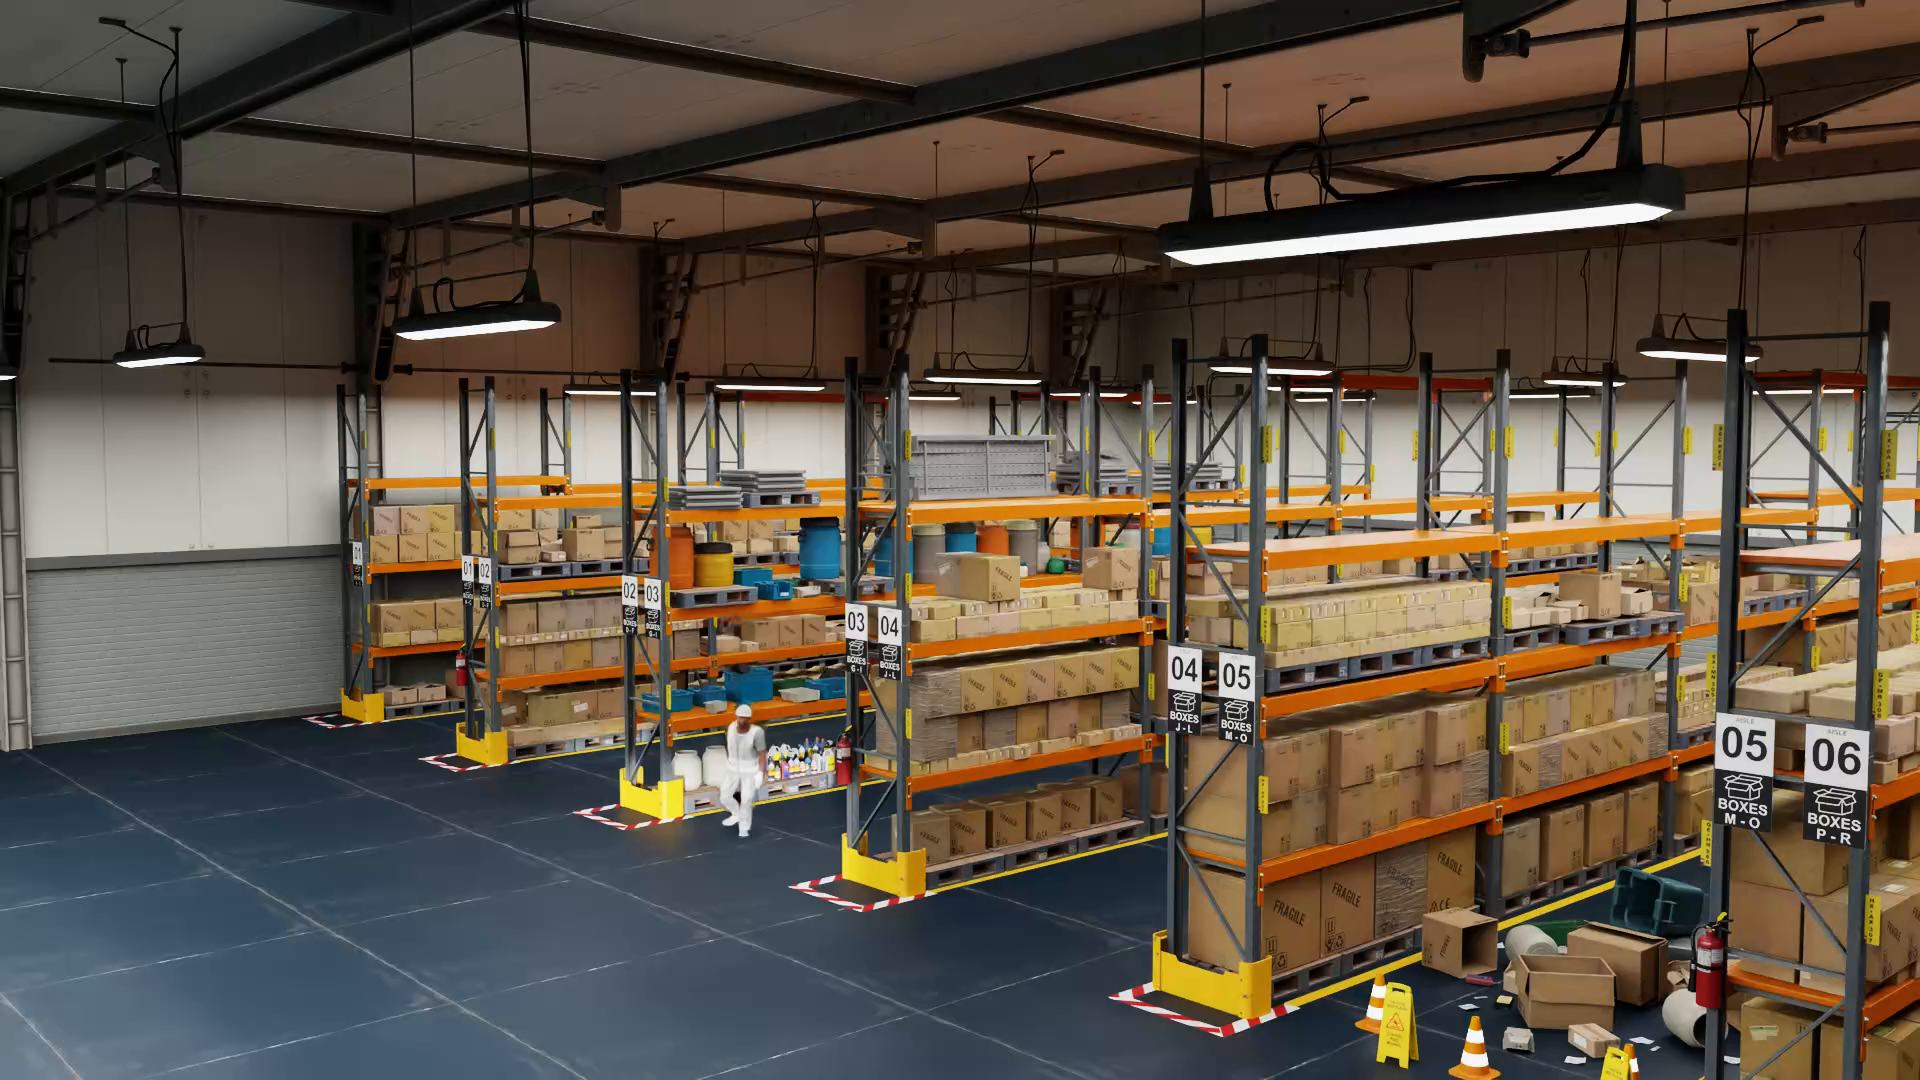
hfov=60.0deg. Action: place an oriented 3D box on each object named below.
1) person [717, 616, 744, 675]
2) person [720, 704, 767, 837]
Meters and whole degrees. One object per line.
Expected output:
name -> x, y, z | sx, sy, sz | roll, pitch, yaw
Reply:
person -> -4.331, 2.218, 31.765 | 0.710, 1.758, 1.058 | 3, 5, 37
person -> -2.759, 2.916, 21.089 | 0.716, 1.734, 0.619 | 1, 4, 16
